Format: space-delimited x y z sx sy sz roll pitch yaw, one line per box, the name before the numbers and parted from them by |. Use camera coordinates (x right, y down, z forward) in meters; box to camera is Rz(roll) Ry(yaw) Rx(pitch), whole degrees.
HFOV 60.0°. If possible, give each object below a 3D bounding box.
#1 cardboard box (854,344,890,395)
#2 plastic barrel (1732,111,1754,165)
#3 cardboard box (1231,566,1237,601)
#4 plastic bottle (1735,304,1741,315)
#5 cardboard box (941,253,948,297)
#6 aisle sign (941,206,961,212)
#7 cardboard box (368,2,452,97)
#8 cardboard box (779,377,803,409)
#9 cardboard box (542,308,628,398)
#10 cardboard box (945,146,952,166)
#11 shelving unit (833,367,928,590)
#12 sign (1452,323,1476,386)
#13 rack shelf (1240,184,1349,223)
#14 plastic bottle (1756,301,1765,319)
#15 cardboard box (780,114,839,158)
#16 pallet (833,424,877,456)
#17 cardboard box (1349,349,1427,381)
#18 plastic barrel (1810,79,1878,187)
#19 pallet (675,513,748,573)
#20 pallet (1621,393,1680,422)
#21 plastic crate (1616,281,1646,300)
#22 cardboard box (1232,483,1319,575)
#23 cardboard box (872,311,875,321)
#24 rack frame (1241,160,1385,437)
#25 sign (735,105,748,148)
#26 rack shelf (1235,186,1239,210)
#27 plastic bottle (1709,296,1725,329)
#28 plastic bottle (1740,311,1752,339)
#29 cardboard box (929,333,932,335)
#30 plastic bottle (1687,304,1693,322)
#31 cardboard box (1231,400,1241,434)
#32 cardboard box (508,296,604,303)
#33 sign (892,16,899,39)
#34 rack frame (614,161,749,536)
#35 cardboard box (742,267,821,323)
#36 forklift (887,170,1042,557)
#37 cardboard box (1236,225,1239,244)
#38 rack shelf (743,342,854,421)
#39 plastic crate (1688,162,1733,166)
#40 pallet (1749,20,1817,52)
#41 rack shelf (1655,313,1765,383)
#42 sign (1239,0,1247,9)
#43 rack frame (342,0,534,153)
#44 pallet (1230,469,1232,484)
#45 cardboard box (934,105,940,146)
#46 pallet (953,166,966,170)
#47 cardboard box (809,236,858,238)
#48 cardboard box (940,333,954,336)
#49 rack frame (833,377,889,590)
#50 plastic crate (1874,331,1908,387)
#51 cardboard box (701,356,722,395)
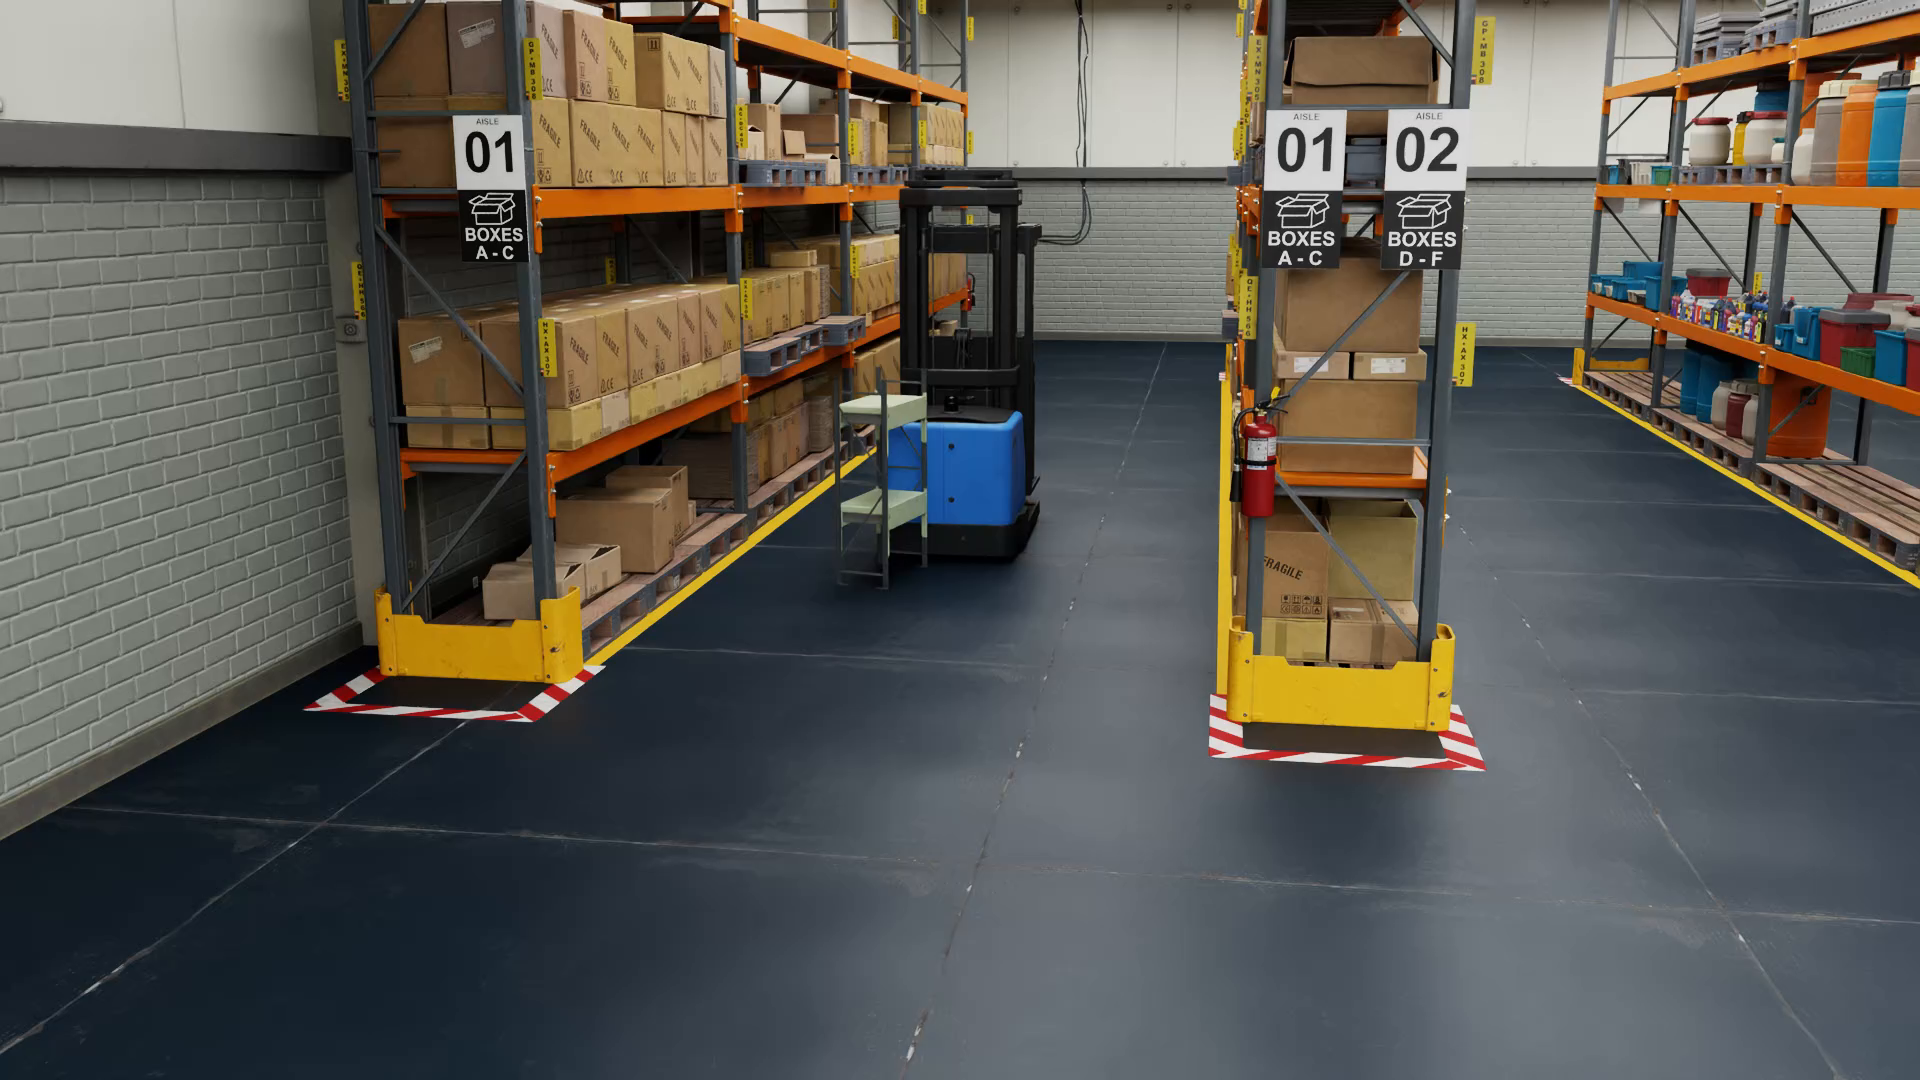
cardboard box | -1.236 -1.822 18.934 0.750 0.750 0.750 2 12 8
plastic barrel | 8.845 -4.415 18.298 0.600 0.588 0.600 0 12 0
cardboard box | 1.976 0.297 10.523 0.500 0.250 0.500 2 12 9
plastic bottle | 8.157 -2.328 17.455 0.061 0.283 0.133 2 12 9
cardboard box | -0.685 -3.732 22.978 0.980 0.700 0.700 1 12 6
aisle sign | -0.082 -5.278 24.694 0.394 0.787 0.004 2 12 9
cardboard box | -3.042 -2.783 9.511 0.500 0.500 0.500 2 12 11
cardboard box | -1.828 -1.428 16.110 0.500 0.250 0.500 2 12 10
cardboard box | -2.394 -1.167 10.315 0.500 0.500 0.500 2 12 9
cardboard box | -0.394 -5.271 22.835 0.500 0.250 0.500 2 12 7
shelving unit | -0.567 -0.467 12.099 0.431 1.500 0.755 5 13 21
sign | 2.593 -0.954 8.559 0.100 0.325 0.005 2 12 9
rack shelf | 2.968 -2.875 14.303 1.077 0.370 4.000 2 12 9
plastic bottle | 8.763 -2.484 18.205 0.097 0.271 0.097 0 12 0
cardboard box | -1.603 -4.168 17.311 0.700 0.500 0.500 1 12 4
pallet | -1.424 -1.135 18.260 1.003 0.211 1.213 2 12 9
cardboard box | 2.319 -0.952 9.015 0.380 0.149 0.250 2 12 8
plastic barrel | 7.829 -3.563 14.597 0.600 0.901 0.600 0 12 0
pallet | -2.303 0.000 12.992 1.003 0.211 1.213 2 12 9
pallet | 8.860 -1.640 20.600 1.003 0.211 1.213 2 12 9
plastic crate | 8.788 -3.251 21.715 0.416 0.233 0.300 2 12 9
cardboard box | 1.973 -0.069 10.445 0.500 0.500 0.500 2 12 9
cardboard box | -1.170 -2.553 18.771 0.380 0.149 0.250 2 12 10
rack frame | 2.661 -1.344 12.611 1.000 3.000 0.127 2 12 9
sign | -1.697 -3.207 12.908 0.100 0.325 0.005 2 12 9
rack shelf | 4.199 -4.541 22.030 1.077 0.370 4.000 2 12 9
plastic bottle | 8.101 -2.426 17.746 0.144 0.351 0.185 2 12 9
plastic bottle | 7.912 -2.163 16.715 0.097 0.271 0.097 0 12 0
cardboard box | -0.555 -2.688 22.241 0.380 0.149 0.250 2 12 11
plastic bottle | 8.221 -2.548 18.666 0.097 0.201 0.097 0 12 0
cardboard box | 2.905 -1.213 16.200 0.500 0.311 0.500 2 12 11
cardboard box | -2.748 -1.397 11.382 0.500 0.500 0.500 2 12 9
sign | -0.937 -7.488 24.286 0.100 0.325 0.005 2 12 9
rack frame | -2.235 -1.504 13.352 1.000 3.000 0.127 2 12 9
cardboard box | -1.741 -2.385 16.160 0.700 0.500 0.500 1 12 3
forklift | 0.088 -1.564 13.794 1.130 2.935 3.031 2 12 8
cardboard box | 3.789 -3.768 21.245 0.500 0.500 0.500 2 12 8
rack shelf | -1.927 -1.569 15.360 1.077 0.370 4.000 2 12 9
plastic crate | 9.247 -4.501 20.447 0.497 0.269 0.590 2 12 9
pallet | 8.311 -4.810 15.849 1.213 0.211 1.003 2 12 9
rack shelf | 8.477 -2.080 17.734 1.077 0.370 4.000 2 12 9
sign | 3.358 -6.459 19.699 0.100 0.325 0.005 2 12 9
rack frame | -2.850 -3.604 8.857 1.000 3.000 0.127 2 12 9
pallet | 3.111 -0.644 15.979 1.003 0.211 1.213 2 12 9
cardboard box | -0.545 -5.430 21.790 0.500 0.500 0.500 2 12 7
pallet | -0.493 -5.270 23.919 1.003 0.211 1.213 2 12 9
cardboard box | -1.478 -3.439 19.560 0.500 0.250 0.500 1 12 7
cardboard box | -0.475 -2.732 23.988 0.700 0.500 0.500 2 12 8
rack frame | -0.699 -0.395 11.765 0.400 1.500 0.023 5 13 21
plastic crate | 7.417 -1.415 12.977 0.392 0.384 0.575 2 12 9
cardboard box | -2.093 -1.229 12.383 0.500 0.250 0.500 2 12 9
